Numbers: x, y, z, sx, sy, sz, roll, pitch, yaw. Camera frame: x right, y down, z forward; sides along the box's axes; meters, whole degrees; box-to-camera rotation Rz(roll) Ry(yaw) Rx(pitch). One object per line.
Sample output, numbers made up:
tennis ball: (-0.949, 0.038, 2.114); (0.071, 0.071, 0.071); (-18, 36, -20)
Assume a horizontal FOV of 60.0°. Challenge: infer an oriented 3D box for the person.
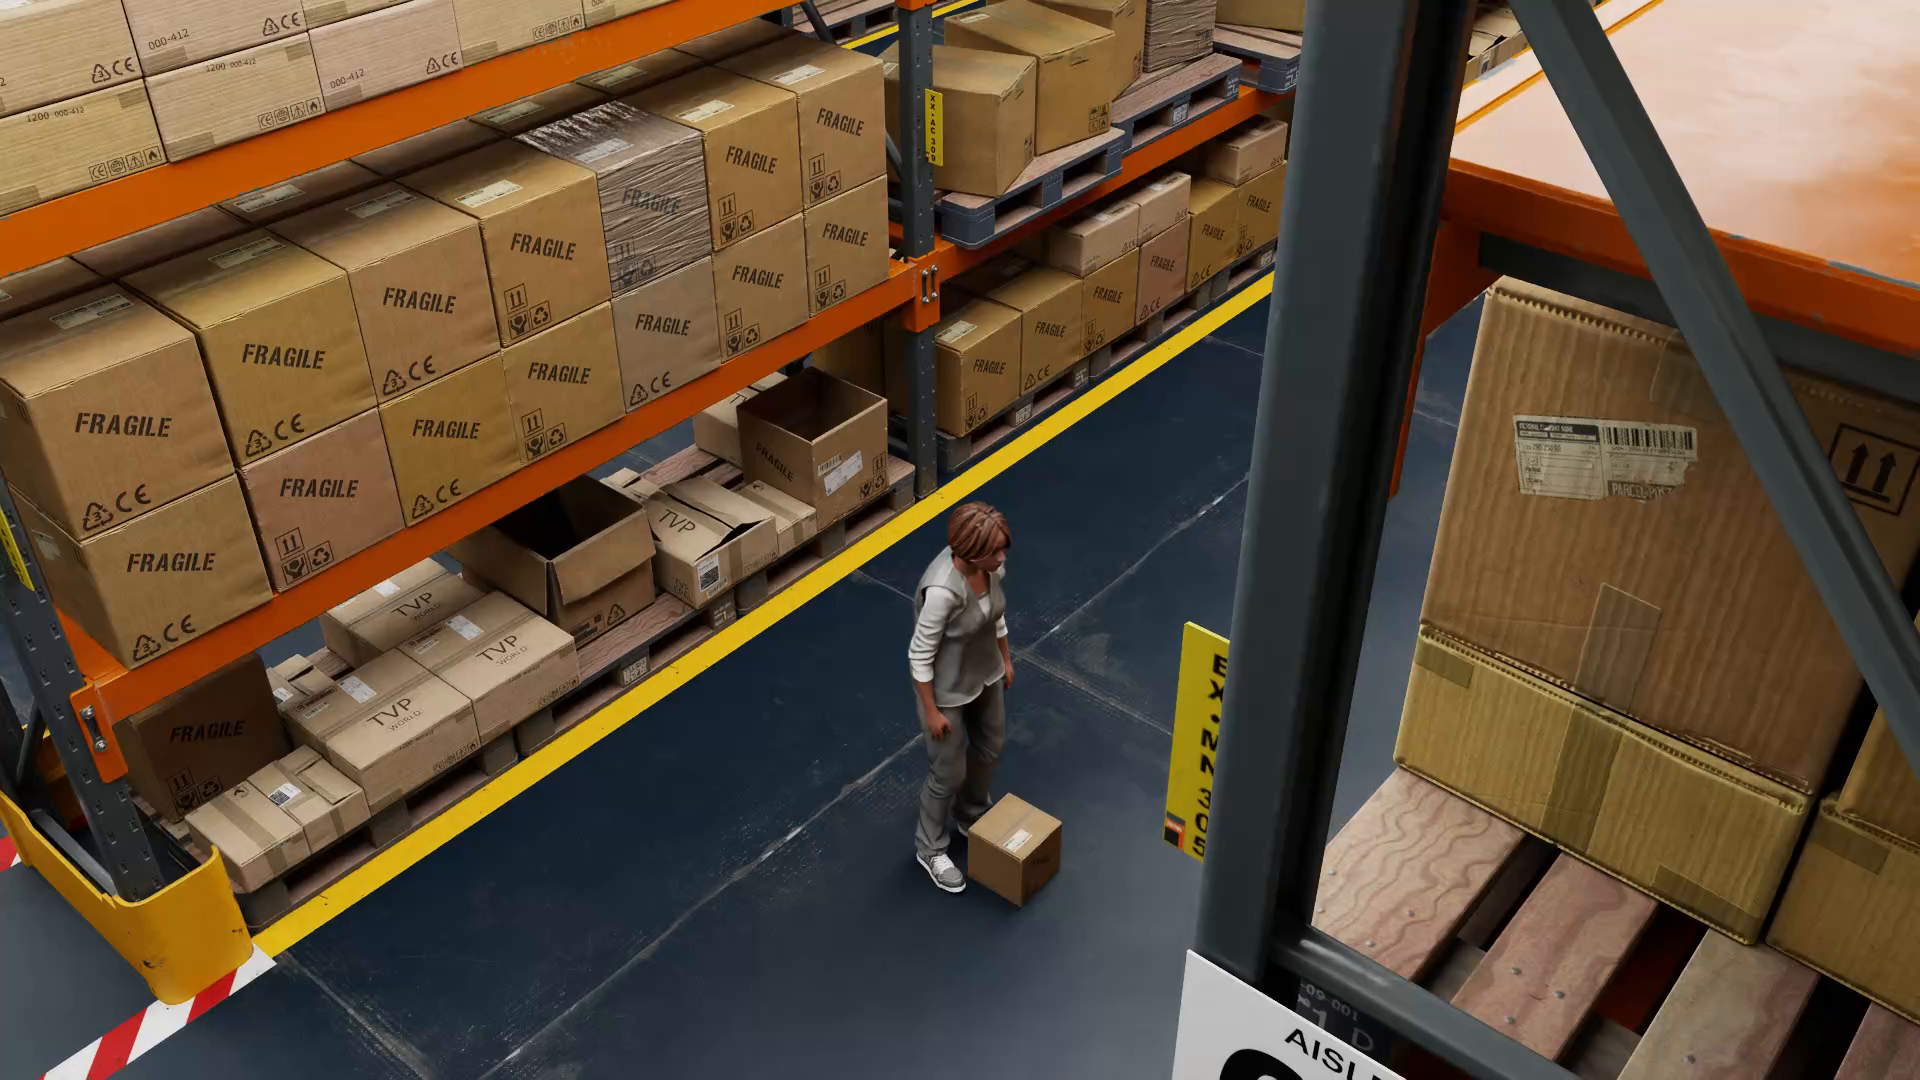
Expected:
person: (0.019, 0.526, 5.918); (0.364, 1.593, 0.462); (26, 43, 32)
